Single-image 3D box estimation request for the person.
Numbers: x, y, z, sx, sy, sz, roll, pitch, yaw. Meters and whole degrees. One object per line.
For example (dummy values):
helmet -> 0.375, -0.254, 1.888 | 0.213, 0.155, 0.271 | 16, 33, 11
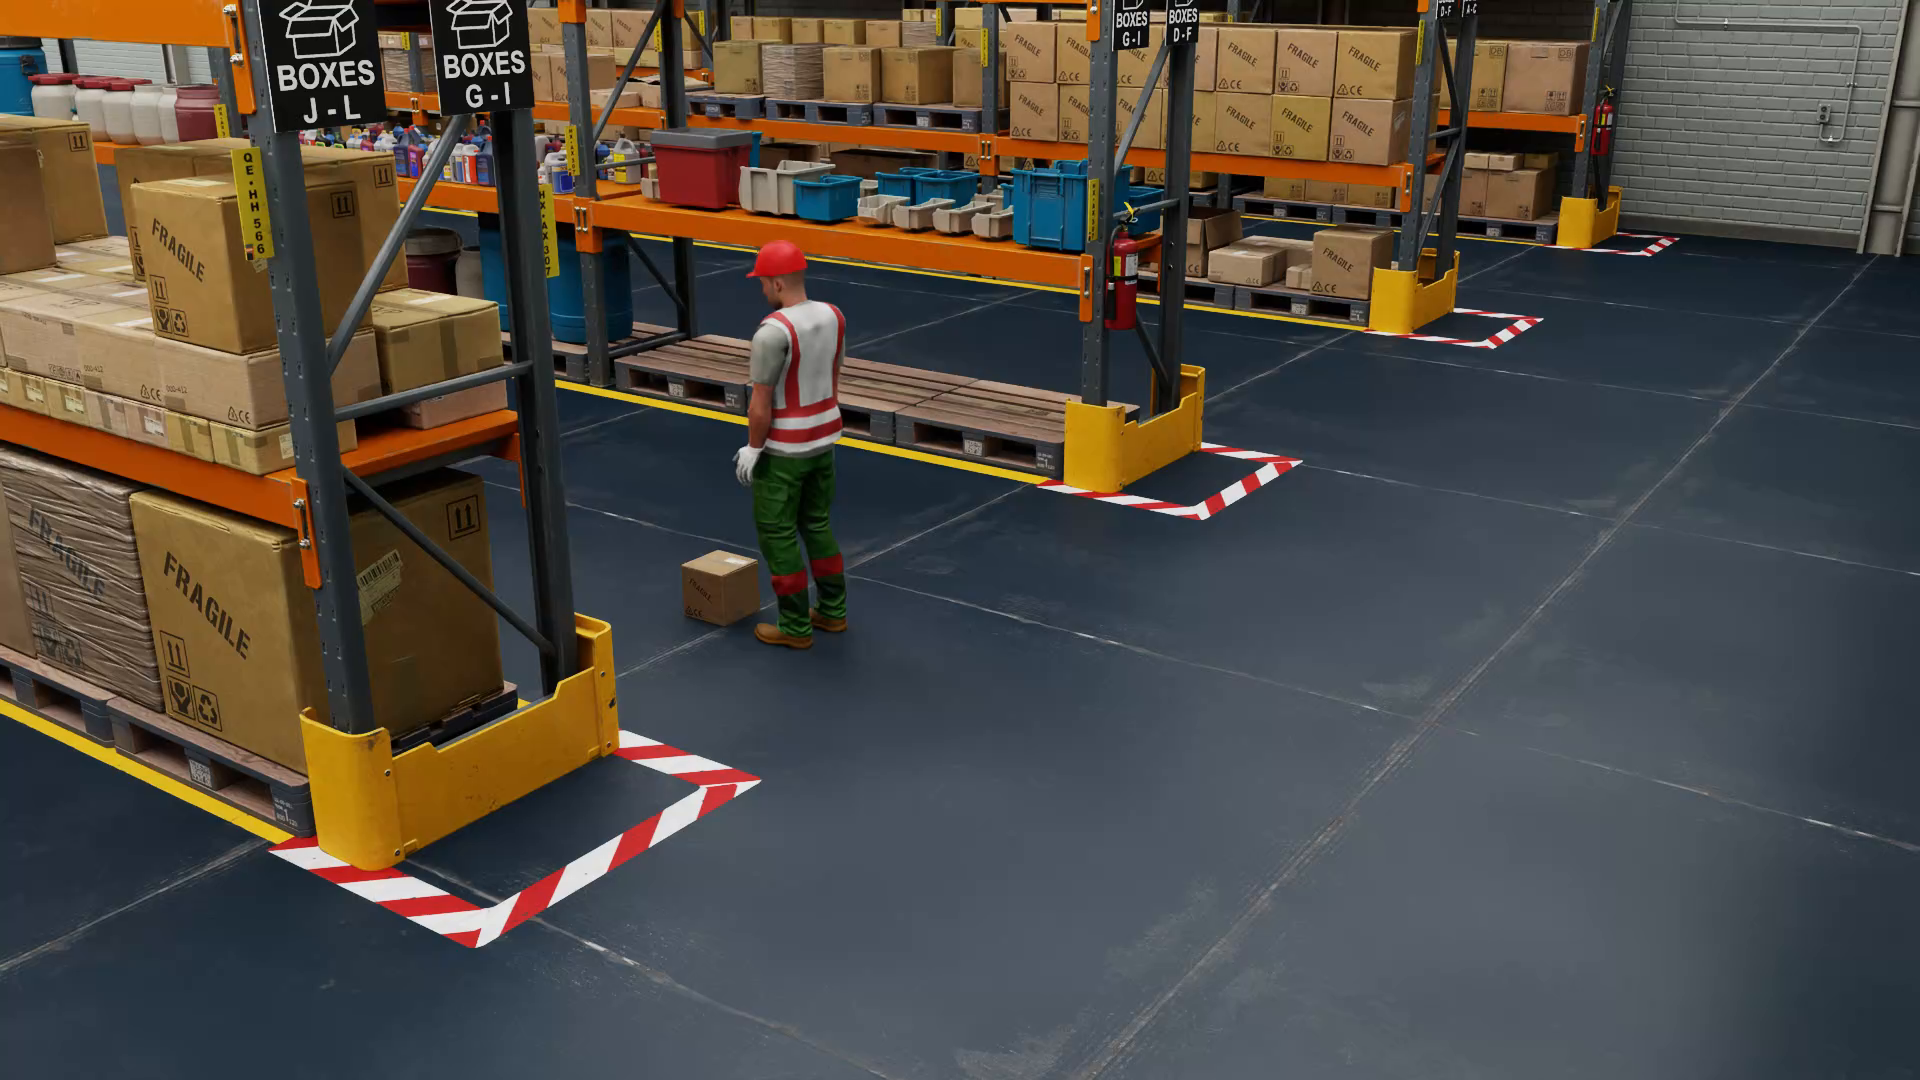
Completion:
person -> -0.725, -0.403, 7.185 | 0.365, 1.775, 0.529 | 13, 24, 33
